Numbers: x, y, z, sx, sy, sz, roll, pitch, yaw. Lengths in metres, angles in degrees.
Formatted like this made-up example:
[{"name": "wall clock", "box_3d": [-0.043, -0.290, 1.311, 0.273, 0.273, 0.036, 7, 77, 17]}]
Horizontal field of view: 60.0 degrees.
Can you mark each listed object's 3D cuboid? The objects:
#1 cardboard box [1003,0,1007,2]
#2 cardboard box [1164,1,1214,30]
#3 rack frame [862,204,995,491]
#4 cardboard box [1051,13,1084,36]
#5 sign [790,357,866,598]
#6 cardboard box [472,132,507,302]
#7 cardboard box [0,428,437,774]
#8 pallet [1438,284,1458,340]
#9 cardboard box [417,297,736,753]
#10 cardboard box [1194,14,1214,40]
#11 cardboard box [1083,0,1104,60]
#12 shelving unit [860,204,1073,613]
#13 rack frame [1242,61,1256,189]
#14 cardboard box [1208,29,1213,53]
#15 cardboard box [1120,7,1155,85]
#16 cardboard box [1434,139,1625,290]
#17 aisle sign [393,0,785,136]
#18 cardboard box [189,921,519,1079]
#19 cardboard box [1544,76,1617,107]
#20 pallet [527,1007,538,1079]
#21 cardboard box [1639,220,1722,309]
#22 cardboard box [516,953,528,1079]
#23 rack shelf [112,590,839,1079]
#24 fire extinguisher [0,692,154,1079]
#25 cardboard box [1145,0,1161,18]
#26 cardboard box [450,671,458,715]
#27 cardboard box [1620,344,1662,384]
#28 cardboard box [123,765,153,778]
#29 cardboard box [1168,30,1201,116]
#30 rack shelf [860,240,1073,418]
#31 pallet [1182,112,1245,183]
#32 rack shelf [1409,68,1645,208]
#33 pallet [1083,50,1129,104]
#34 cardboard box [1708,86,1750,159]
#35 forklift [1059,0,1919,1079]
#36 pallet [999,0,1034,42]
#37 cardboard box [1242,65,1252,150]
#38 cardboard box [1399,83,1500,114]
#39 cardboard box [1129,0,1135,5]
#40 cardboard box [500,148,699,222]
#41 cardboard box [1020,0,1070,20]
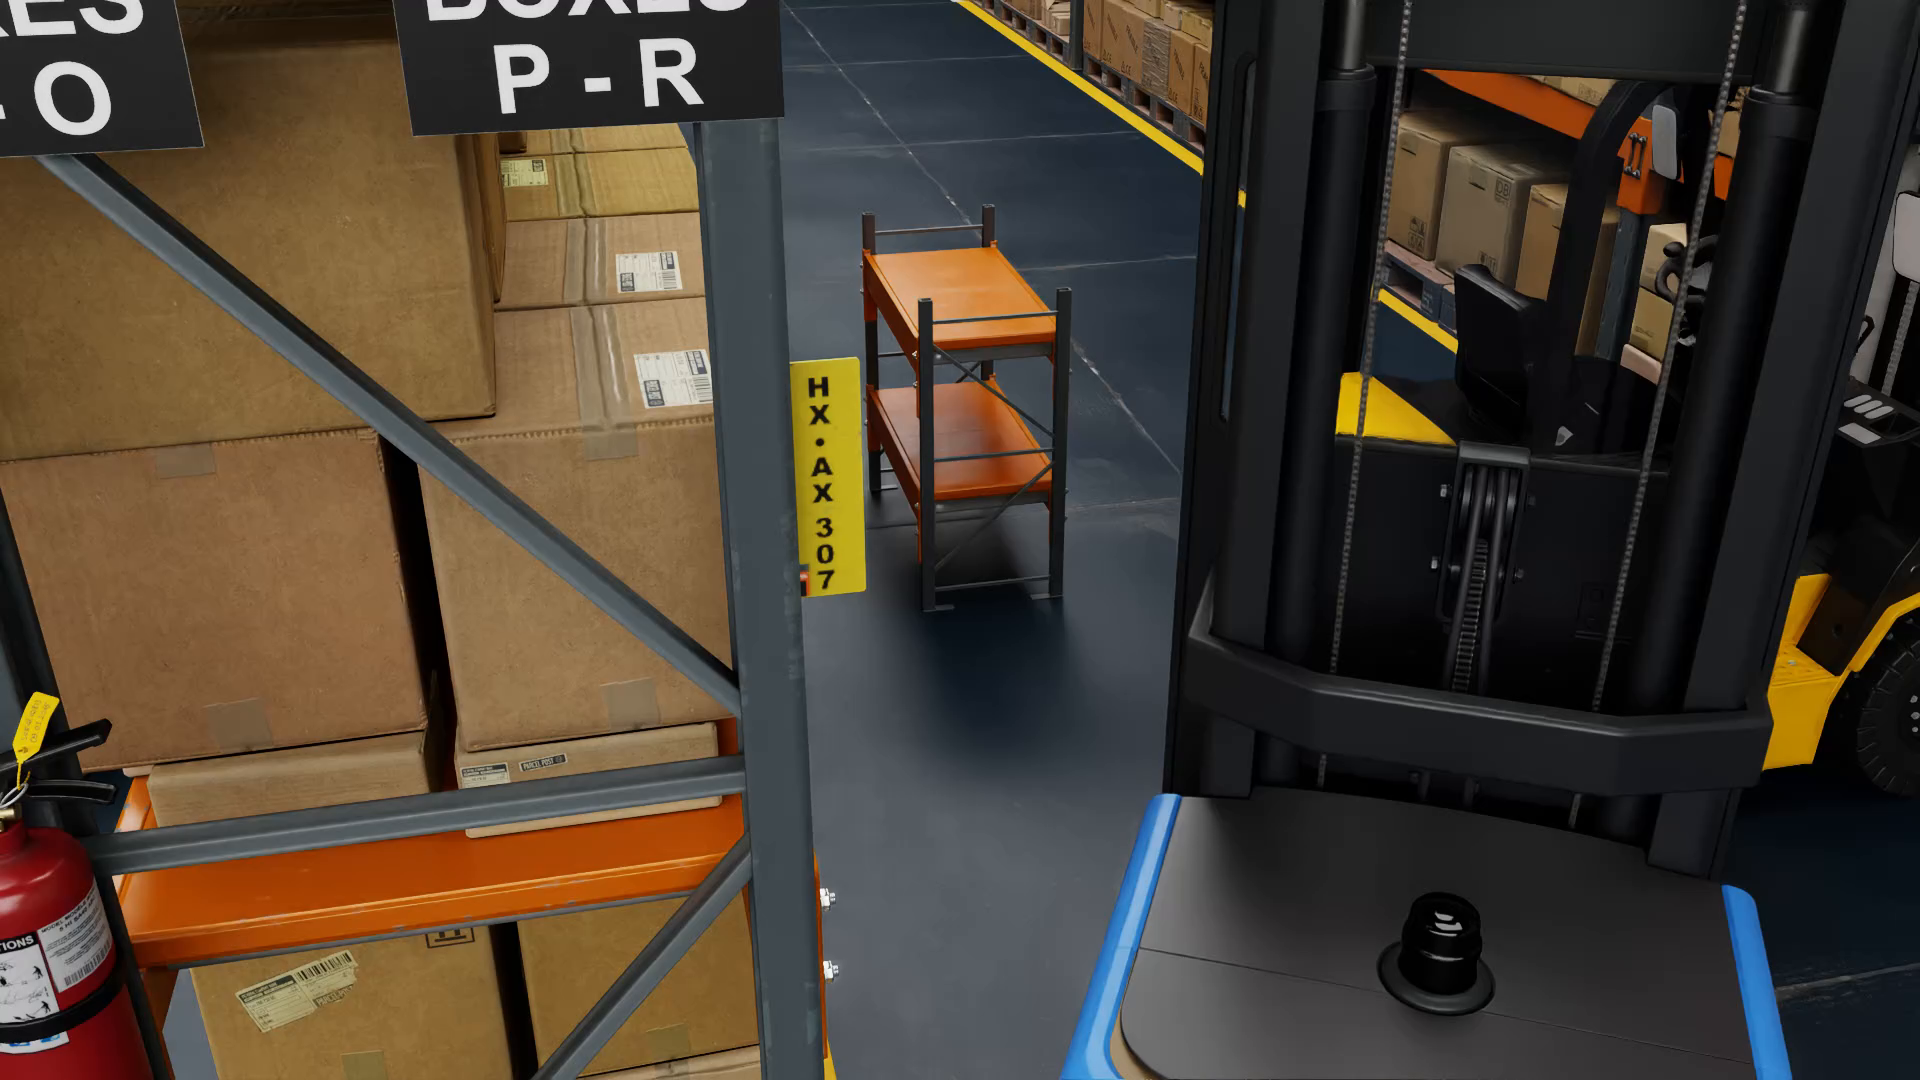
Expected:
[{"name": "cardboard box", "box_3d": [0.728, -5.577, 16.278, 0.700, 0.500, 0.500, -5, 27, -9]}, {"name": "cardboard box", "box_3d": [1.701, -3.788, 12.013, 0.380, 0.149, 0.250, -7, 28, -14]}, {"name": "rack frame", "box_3d": [-0.116, -0.728, 6.445, 0.500, 1.125, 0.032, -6, 27, -12]}, {"name": "cardboard box", "box_3d": [1.018, -4.536, 14.605, 0.380, 0.149, 0.250, -7, 28, -13]}, {"name": "sign", "box_3d": [-0.173, -0.074, 2.107, 0.100, 0.325, 0.005, -6, 27, -12]}, {"name": "cardboard box", "box_3d": [-1.136, -0.681, 2.720, 0.700, 0.500, 0.500, -6, 27, -11]}, {"name": "cardboard box", "box_3d": [-1.092, -0.020, 2.520, 0.500, 0.500, 0.500, -6, 27, -13]}, {"name": "pallet", "box_3d": [3.028, -0.969, 7.935, 1.003, 0.211, 1.213, -6, 27, -12]}, {"name": "cardboard box", "box_3d": [-0.538, -0.046, 2.571, 0.500, 0.500, 0.500, -6, 27, -12]}, {"name": "cardboard box", "box_3d": [1.850, -3.560, 11.562, 0.380, 0.149, 0.250, -5, 27, -10]}, {"name": "cardboard box", "box_3d": [1.319, -4.243, 13.635, 0.500, 0.500, 0.500, -5, 27, -9]}, {"name": "shelving unit", "box_3d": [-0.002, -0.505, 6.002, 0.538, 1.125, 1.048, -6, 27, -12]}, {"name": "rack frame", "box_3d": [2.331, -3.650, 10.153, 1.000, 3.000, 0.127, -6, 27, -12]}, {"name": "cardboard box", "box_3d": [1.881, -3.319, 11.085, 0.380, 0.149, 0.250, -7, 28, -14]}, {"name": "cardboard box", "box_3d": [1.557, -3.790, 12.739, 0.500, 0.500, 0.500, -7, 28, -13]}, {"name": "cardboard box", "box_3d": [2.936, -1.591, 8.243, 0.875, 0.625, 0.625, -6, 27, -12]}, {"name": "aisle sign", "box_3d": [-0.385, -0.797, 1.616, 0.394, 0.787, 0.004, -6, 27, -12]}, {"name": "cardboard box", "box_3d": [-1.136, 0.747, 3.194, 0.500, 0.500, 0.500, -6, 27, -11]}, {"name": "cardboard box", "box_3d": [2.864, -2.022, 7.094, 0.500, 0.250, 0.500, -5, 27, -10]}, {"name": "pallet", "box_3d": [-0.867, 1.219, 3.601, 1.003, 0.211, 1.213, -6, 27, -12]}, {"name": "cardboard box", "box_3d": [3.036, -1.056, 6.490, 0.500, 0.250, 0.500, -6, 27, -12]}, {"name": "cardboard box", "box_3d": [-1.151, 1.069, 3.388, 0.500, 0.250, 0.500, -6, 27, -12]}, {"name": "rack shelf", "box_3d": [-1.152, -0.189, 4.095, 1.077, 0.370, 4.000, -6, 27, -12]}, {"name": "fire extinguisher", "box_3d": [-1.125, 0.499, 2.018, 0.296, 0.674, 0.183, -6, 27, -12]}, {"name": "cardboard box", "box_3d": [1.606, -4.016, 12.466, 0.380, 0.149, 0.250, -5, 27, -10]}, {"name": "cardboard box", "box_3d": [-0.647, 0.200, 2.804, 0.380, 0.149, 0.250, -6, 27, -11]}, {"name": "cardboard box", "box_3d": [3.019, -0.608, 6.712, 0.500, 0.250, 0.500, -6, 27, -11]}, {"name": "cardboard box", "box_3d": [-1.159, 0.237, 2.730, 0.380, 0.149, 0.250, -6, 27, -12]}, {"name": "cardboard box", "box_3d": [1.803, -3.336, 11.838, 0.500, 0.500, 0.500, -5, 27, -9]}, {"name": "rack shelf", "box_3d": [-0.002, -0.766, 5.871, 0.538, 0.278, 1.000, -6, 27, -12]}, {"name": "pallet", "box_3d": [2.199, -2.737, 11.438, 1.003, 0.211, 1.213, -6, 27, -12]}, {"name": "rack shelf", "box_3d": [2.782, -2.451, 8.576, 1.077, 0.370, 4.000, -6, 27, -12]}, {"name": "pallet", "box_3d": [1.650, -3.808, 13.561, 1.003, 0.211, 1.213, -6, 27, -12]}, {"name": "cardboard box", "box_3d": [3.078, -1.718, 6.213, 0.500, 0.500, 0.500, -7, 28, -13]}, {"name": "forklift", "box_3d": [1.026, -0.149, 3.292, 1.130, 2.935, 3.031, 7, 28, 14]}, {"name": "pallet", "box_3d": [0.997, -5.000, 15.921, 1.003, 0.211, 1.213, -6, 27, -12]}, {"name": "cardboard box", "box_3d": [2.026, -2.886, 10.946, 0.500, 0.500, 0.500, -5, 27, -10]}, {"name": "cardboard box", "box_3d": [2.613, -2.216, 9.482, 0.875, 0.625, 0.625, -5, 27, -10]}, {"name": "cardboard box", "box_3d": [1.533, -4.239, 12.907, 0.380, 0.149, 0.250, -6, 27, -12]}, {"name": "cardboard box", "box_3d": [-0.774, -0.497, 3.464, 0.500, 0.500, 0.500, -6, 27, -13]}, {"name": "cardboard box", "box_3d": [0.962, -5.121, 15.375, 0.700, 0.500, 0.500, -7, 28, -14]}]
